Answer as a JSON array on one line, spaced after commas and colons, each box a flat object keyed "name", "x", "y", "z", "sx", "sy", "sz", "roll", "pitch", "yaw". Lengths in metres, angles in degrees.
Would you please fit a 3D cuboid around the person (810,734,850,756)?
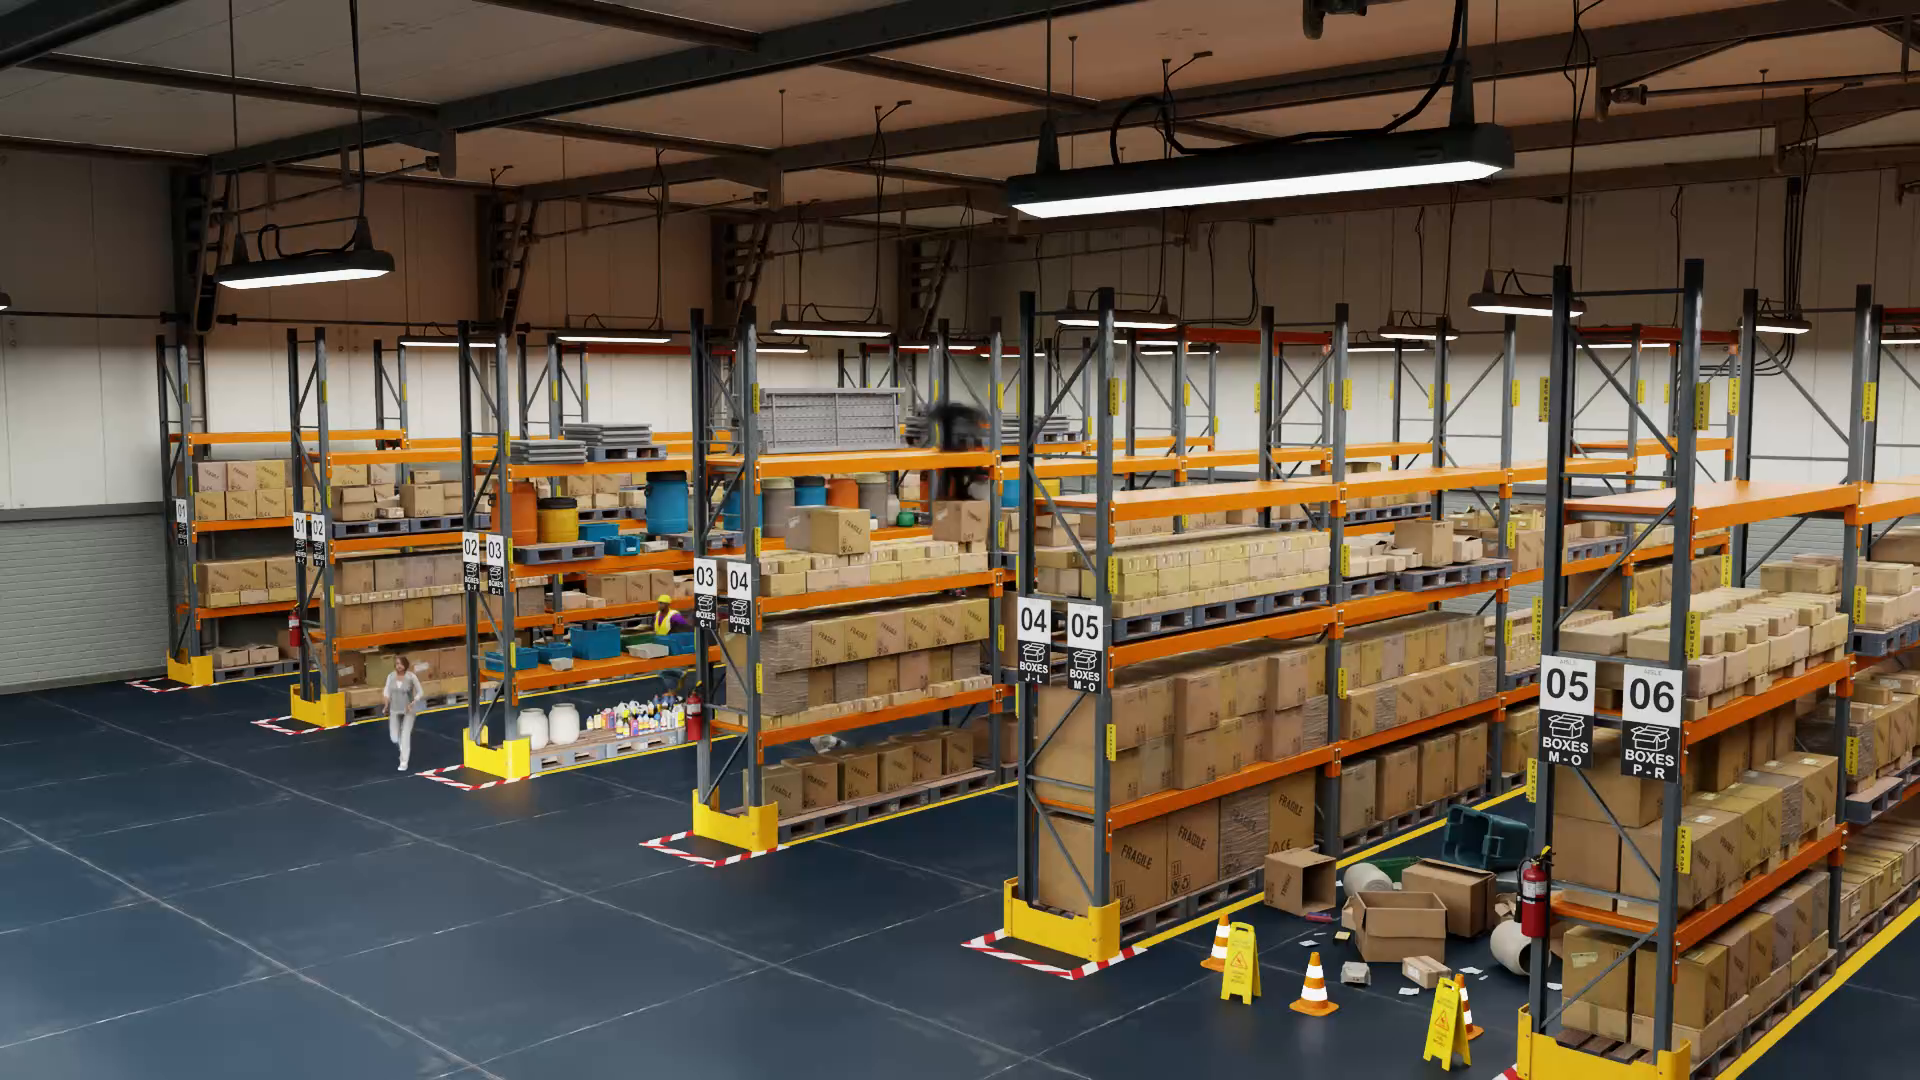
[{"name": "person", "x": -1.791, "y": 2.265, "z": 22.009, "sx": 0.648, "sy": 1.680, "sz": 0.662, "roll": -5, "pitch": 7, "yaw": -41}]

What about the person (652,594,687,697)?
[{"name": "person", "x": -4.832, "y": 1.744, "z": 27.370, "sx": 0.690, "sy": 1.708, "sz": 0.632, "roll": 4, "pitch": 7, "yaw": 39}]

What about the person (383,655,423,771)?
[{"name": "person", "x": -7.472, "y": 2.304, "z": 22.314, "sx": 0.539, "sy": 1.545, "sz": 0.548, "roll": 0, "pitch": 5, "yaw": -4}]
